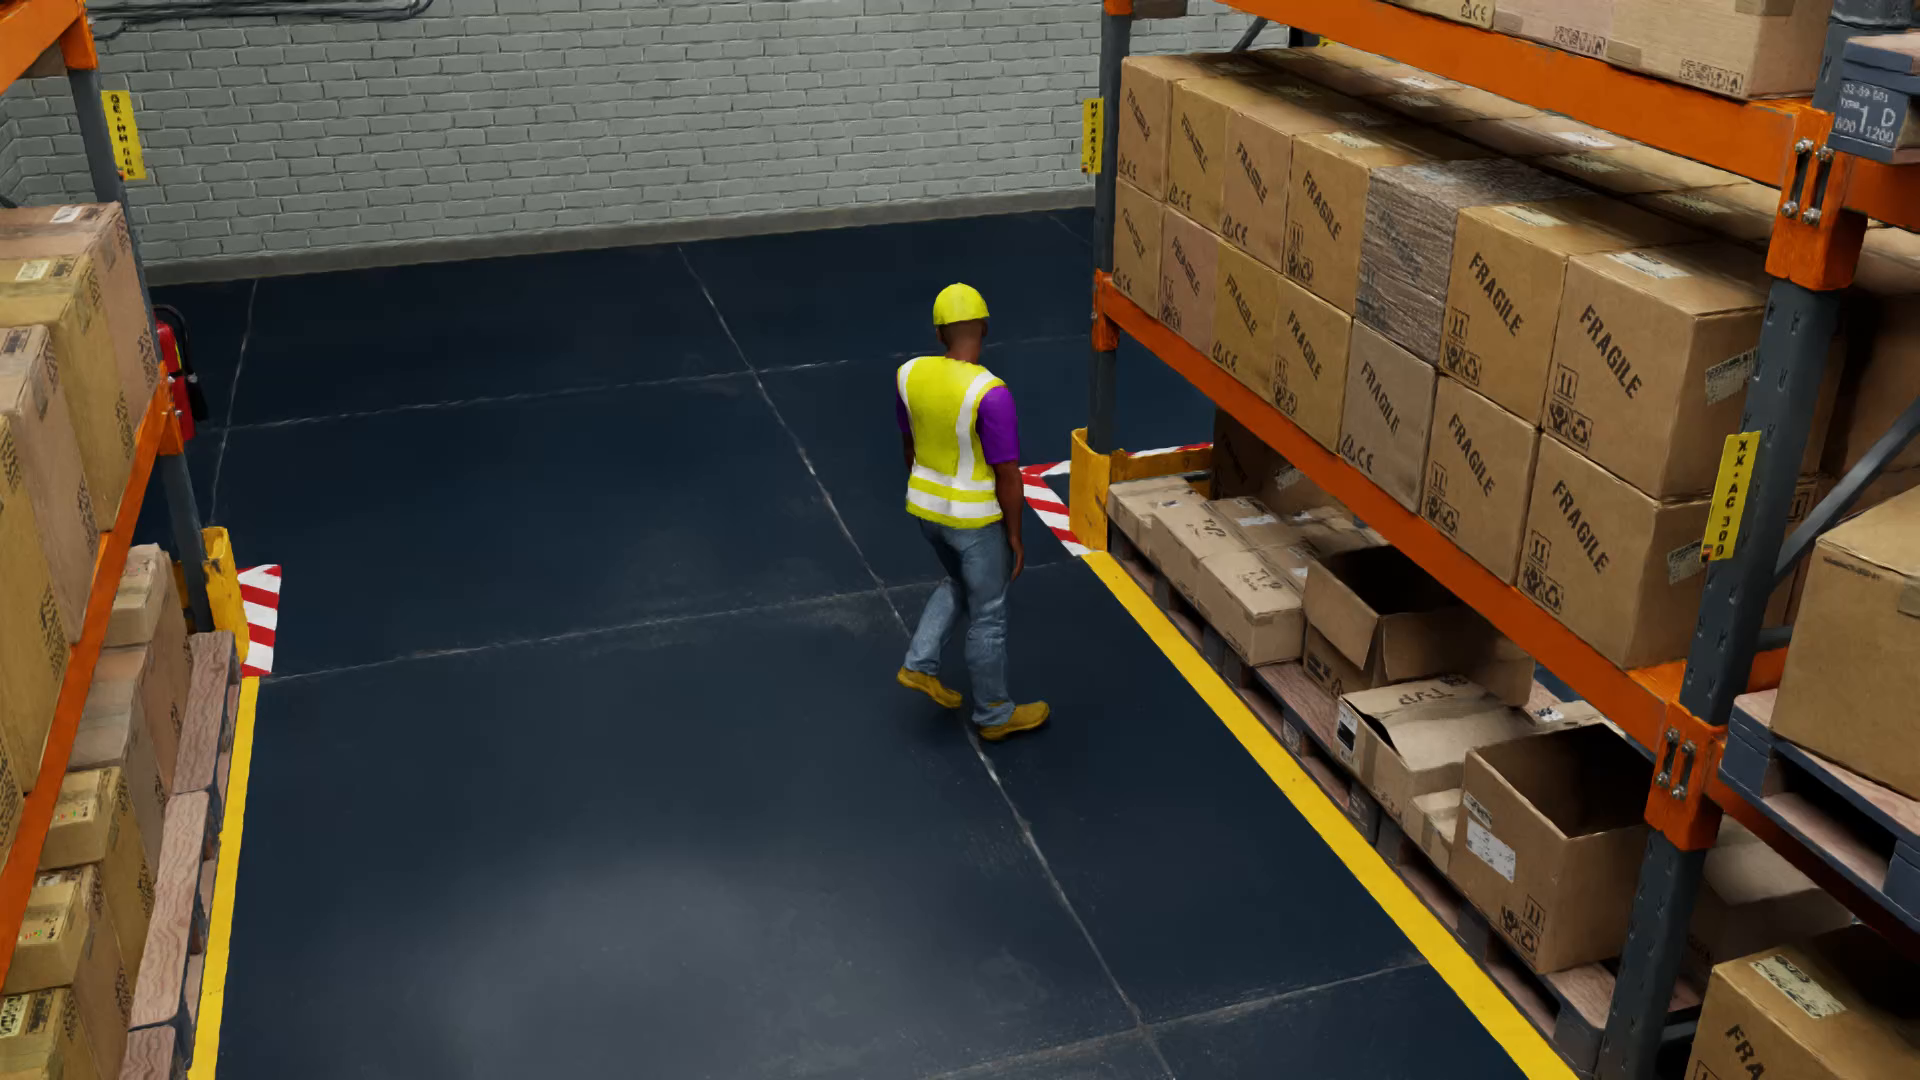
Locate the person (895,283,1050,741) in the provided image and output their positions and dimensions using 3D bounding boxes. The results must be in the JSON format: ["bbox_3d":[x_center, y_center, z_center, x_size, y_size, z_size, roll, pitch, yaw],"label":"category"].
[{"bbox_3d":[-0.011,-0.091,6.259,0.494,1.753,0.635,-23,35,-39],"label":"person"}]
